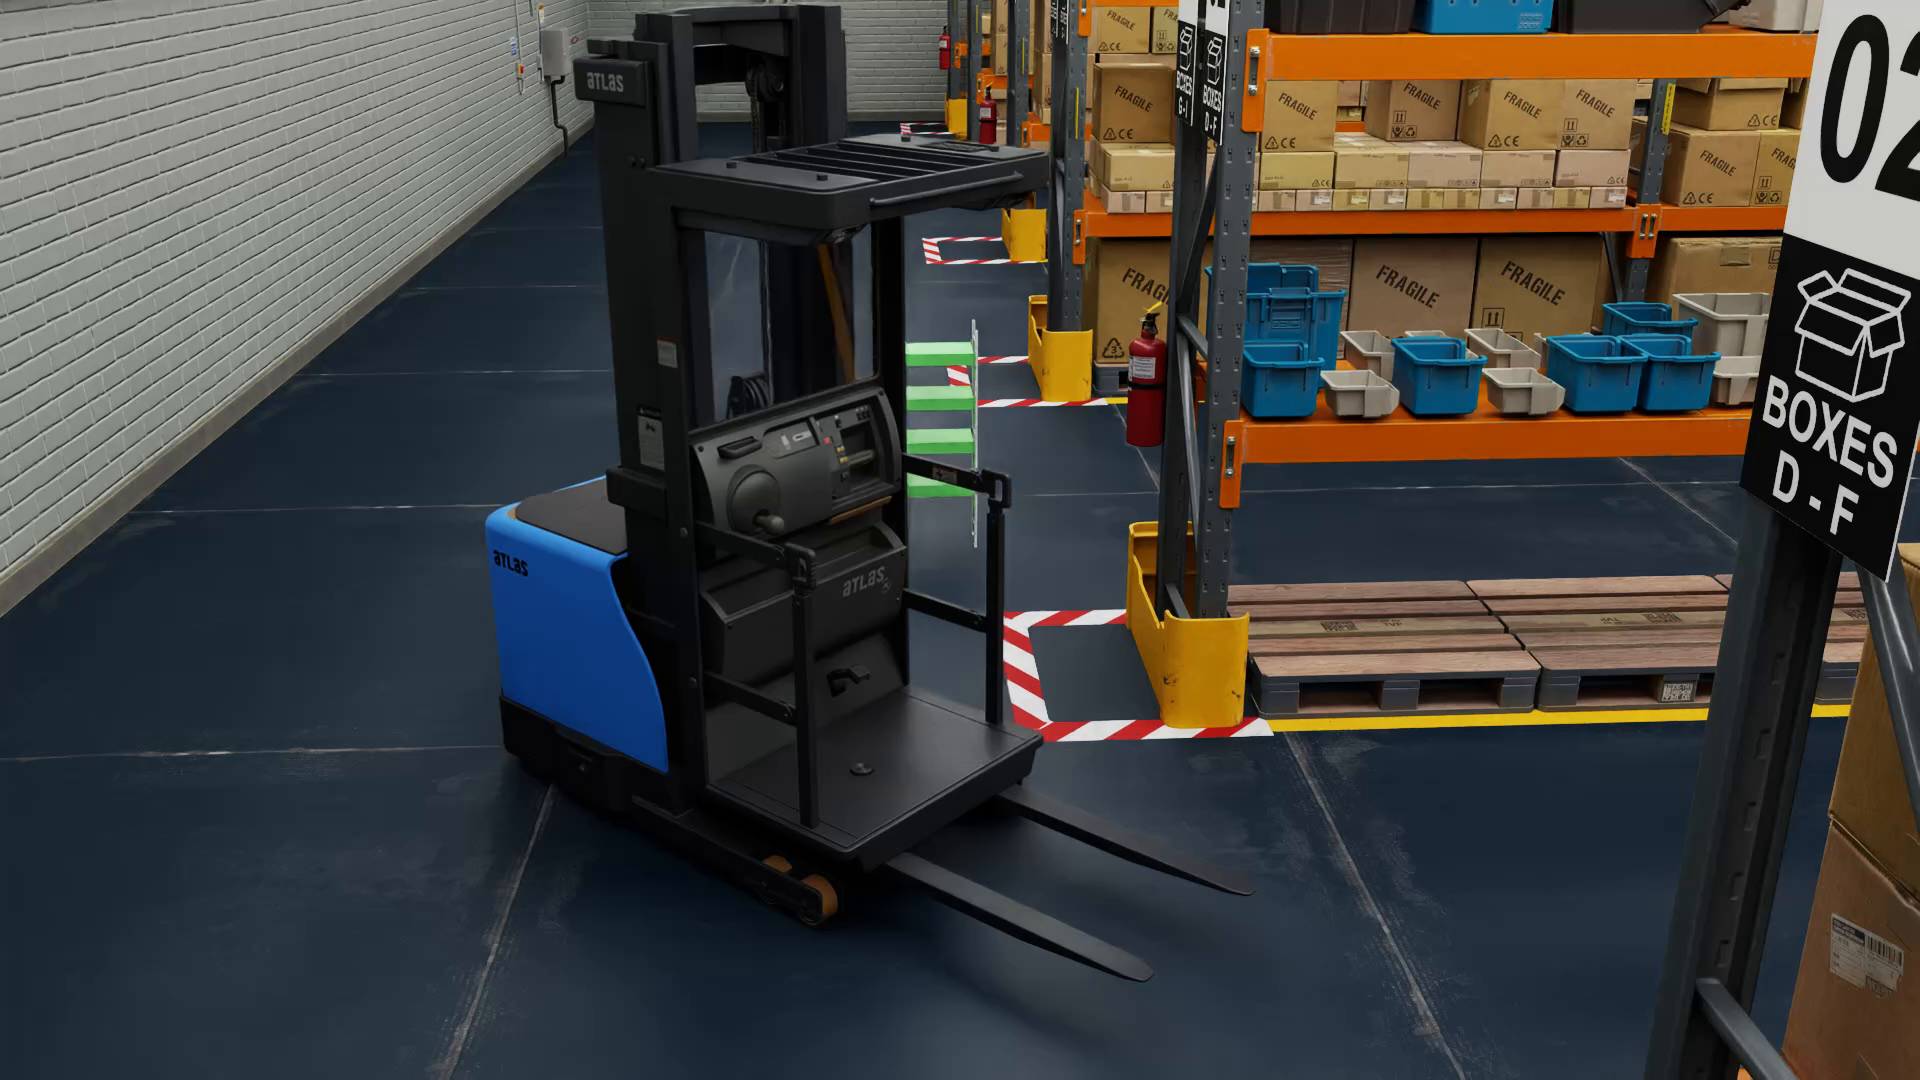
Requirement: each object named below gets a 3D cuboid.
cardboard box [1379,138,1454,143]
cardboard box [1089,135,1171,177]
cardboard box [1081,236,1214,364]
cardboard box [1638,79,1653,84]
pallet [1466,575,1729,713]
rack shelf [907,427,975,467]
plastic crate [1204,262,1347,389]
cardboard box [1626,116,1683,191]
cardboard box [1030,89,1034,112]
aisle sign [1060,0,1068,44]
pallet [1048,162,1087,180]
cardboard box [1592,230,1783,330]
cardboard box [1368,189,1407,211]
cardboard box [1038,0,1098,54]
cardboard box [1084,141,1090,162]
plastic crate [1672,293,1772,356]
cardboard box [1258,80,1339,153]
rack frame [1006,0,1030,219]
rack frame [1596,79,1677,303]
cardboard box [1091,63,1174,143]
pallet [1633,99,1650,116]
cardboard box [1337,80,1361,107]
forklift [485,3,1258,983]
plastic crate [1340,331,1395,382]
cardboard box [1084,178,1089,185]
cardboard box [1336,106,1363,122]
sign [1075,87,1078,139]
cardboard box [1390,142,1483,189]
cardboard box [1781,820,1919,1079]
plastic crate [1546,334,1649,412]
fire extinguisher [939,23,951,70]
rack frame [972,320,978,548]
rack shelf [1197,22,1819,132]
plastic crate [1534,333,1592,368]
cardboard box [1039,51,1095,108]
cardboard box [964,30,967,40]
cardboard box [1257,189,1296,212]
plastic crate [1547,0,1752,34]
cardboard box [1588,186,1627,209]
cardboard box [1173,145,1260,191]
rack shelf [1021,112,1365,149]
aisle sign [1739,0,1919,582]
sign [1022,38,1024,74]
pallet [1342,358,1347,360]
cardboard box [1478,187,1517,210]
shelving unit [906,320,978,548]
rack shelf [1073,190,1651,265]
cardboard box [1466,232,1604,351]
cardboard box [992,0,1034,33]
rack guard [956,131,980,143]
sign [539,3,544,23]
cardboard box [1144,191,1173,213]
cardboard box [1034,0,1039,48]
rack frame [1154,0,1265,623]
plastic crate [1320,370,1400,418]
[{"bbox_3d":[3.240,-2.791,12.029,0.500,0.250,0.500,-1,21,-2],"label":"cardboard box"},{"bbox_3d":[1.213,-2.751,11.925,0.500,0.250,0.500,-1,21,-4],"label":"cardboard box"},{"bbox_3d":[1.379,-1.823,12.090,0.875,0.875,0.875,-1,21,-3],"label":"cardboard box"},{"bbox_3d":[6.536,-4.519,16.119,0.250,0.149,0.380,-2,21,-4],"label":"cardboard box"},{"bbox_3d":[3.068,0.458,7.623,1.213,0.211,1.003,-1,21,-3],"label":"pallet"},{"bbox_3d":[-0.165,-0.498,8.921,0.480,0.148,0.258,-1,21,-3],"label":"rack shelf"},{"bbox_3d":[1.351,-0.937,7.231,0.499,0.435,0.616,-1,21,-3],"label":"plastic crate"},{"bbox_3d":[5.189,-2.813,12.153,0.500,0.500,0.500,-1,21,-3],"label":"cardboard box"},{"bbox_3d":[1.363,-6.872,25.879,0.500,0.500,0.700,0,21,-1],"label":"cardboard box"},{"bbox_3d":[0.690,-3.685,10.931,0.004,0.787,0.394,-1,21,-3],"label":"aisle sign"},{"bbox_3d":[0.972,-4.840,21.536,1.213,0.211,1.003,-1,21,-3],"label":"pallet"},{"bbox_3d":[5.376,-1.883,12.247,0.875,0.875,1.225,-1,21,-3],"label":"cardboard box"},{"bbox_3d":[2.915,-2.389,11.532,0.250,0.149,0.380,-1,21,-2],"label":"cardboard box"},{"bbox_3d":[1.025,-4.910,15.838,0.500,0.500,0.500,-1,21,-3],"label":"cardboard box"},{"bbox_3d":[1.745,-5.168,21.490,0.875,0.438,0.875,-1,21,-2],"label":"cardboard box"},{"bbox_3d":[3.486,-0.907,7.371,0.530,0.282,0.437,-1,21,-3],"label":"plastic crate"},{"bbox_3d":[2.255,-2.934,11.352,0.500,0.500,0.500,-2,21,-5],"label":"cardboard box"},{"bbox_3d":[0.562,-4.342,16.311,0.127,3.000,1.000,-1,21,-3],"label":"rack frame"},{"bbox_3d":[4.738,-2.660,11.891,0.127,3.000,1.000,-1,21,-3],"label":"rack frame"},{"bbox_3d":[1.216,-3.101,11.789,0.500,0.500,0.500,-1,21,-2],"label":"cardboard box"},{"bbox_3d":[6.575,-4.360,16.628,1.213,0.211,1.003,-1,21,-3],"label":"pallet"},{"bbox_3d":[3.570,-4.489,16.137,0.500,0.500,0.500,-2,21,-5],"label":"cardboard box"},{"bbox_3d":[-0.391,-0.269,5.709,3.031,2.935,1.130,17,26,37],"label":"forklift"},{"bbox_3d":[1.831,-0.805,7.305,0.243,0.136,0.396,-1,21,-3],"label":"plastic crate"},{"bbox_3d":[1.330,-3.570,16.862,0.250,0.149,0.380,-1,21,-2],"label":"cardboard box"},{"bbox_3d":[3.763,-4.189,16.261,0.250,0.149,0.380,0,21,-1],"label":"cardboard box"},{"bbox_3d":[0.770,-2.823,10.991,0.005,0.325,0.100,-1,21,-3],"label":"sign"},{"bbox_3d":[3.286,-2.605,11.539,0.500,0.250,0.500,-1,21,-2],"label":"cardboard box"},{"bbox_3d":[1.738,0.788,2.695,0.500,0.500,0.500,-1,21,-1],"label":"cardboard box"},{"bbox_3d":[2.607,-0.684,6.852,0.300,0.233,0.416,-1,21,-3],"label":"plastic crate"},{"bbox_3d":[-0.229,-7.484,25.196,0.183,0.674,0.296,-1,21,-3],"label":"fire extinguisher"},{"bbox_3d":[0.078,-0.562,8.912,0.015,1.200,0.240,-1,21,-3],"label":"rack frame"},{"bbox_3d":[3.024,-1.925,6.757,4.000,0.370,1.077,-1,21,-3],"label":"rack shelf"},{"bbox_3d":[2.692,-0.832,7.378,0.250,0.136,0.298,-1,21,-3],"label":"plastic crate"},{"bbox_3d":[1.026,-4.439,16.006,0.500,0.500,0.500,0,21,0],"label":"cardboard box"},{"bbox_3d":[0.207,-7.847,25.868,0.250,0.149,0.380,-1,21,-4],"label":"cardboard box"},{"bbox_3d":[2.143,-2.373,11.490,0.250,0.149,0.380,-2,21,-4],"label":"cardboard box"},{"bbox_3d":[2.568,-2.125,6.359,0.767,0.338,0.504,-1,21,-3],"label":"plastic crate"},{"bbox_3d":[4.452,-2.420,11.614,0.250,0.149,0.380,-1,21,-3],"label":"cardboard box"},{"bbox_3d":[1.758,-2.574,11.459,0.500,0.250,0.500,-1,21,-4],"label":"cardboard box"},{"bbox_3d":[2.559,-4.047,16.546,4.000,0.370,1.077,-1,21,-3],"label":"rack shelf"},{"bbox_3d":[1.221,-0.382,2.254,0.004,0.787,0.394,-1,21,-3],"label":"aisle sign"},{"bbox_3d":[0.593,-4.554,15.651,0.005,0.325,0.100,-1,21,-3],"label":"sign"},{"bbox_3d":[2.753,-1.343,12.352,1.213,0.211,1.003,-1,21,-3],"label":"pallet"},{"bbox_3d":[3.682,-2.404,11.573,0.250,0.149,0.380,-1,21,-2],"label":"cardboard box"},{"bbox_3d":[-0.165,-0.557,8.899,0.503,1.200,0.258,-1,21,-3],"label":"shelving unit"},{"bbox_3d":[2.741,-2.283,11.912,4.000,0.370,1.077,-1,21,-3],"label":"rack shelf"},{"bbox_3d":[4.074,-1.878,12.234,0.875,0.875,0.875,-1,21,-3],"label":"cardboard box"},{"bbox_3d":[0.674,-6.521,20.488,0.500,0.500,0.500,-2,21,-4],"label":"cardboard box"},{"bbox_3d":[0.155,-4.930,21.367,0.348,0.500,1.175,-1,21,-3],"label":"rack guard"},{"bbox_3d":[-5.627,-7.087,22.360,0.001,0.242,0.339,-1,21,-3],"label":"sign"},{"bbox_3d":[1.374,-2.357,11.448,0.250,0.149,0.380,-1,21,-4],"label":"cardboard box"},{"bbox_3d":[1.005,-5.093,16.319,0.500,0.500,0.500,-2,21,-4],"label":"cardboard box"},{"bbox_3d":[1.027,-0.819,7.056,0.127,3.000,1.000,-1,21,-3],"label":"rack frame"},{"bbox_3d":[1.617,-0.589,6.738,0.298,0.136,0.250,-1,21,-3],"label":"plastic crate"}]
